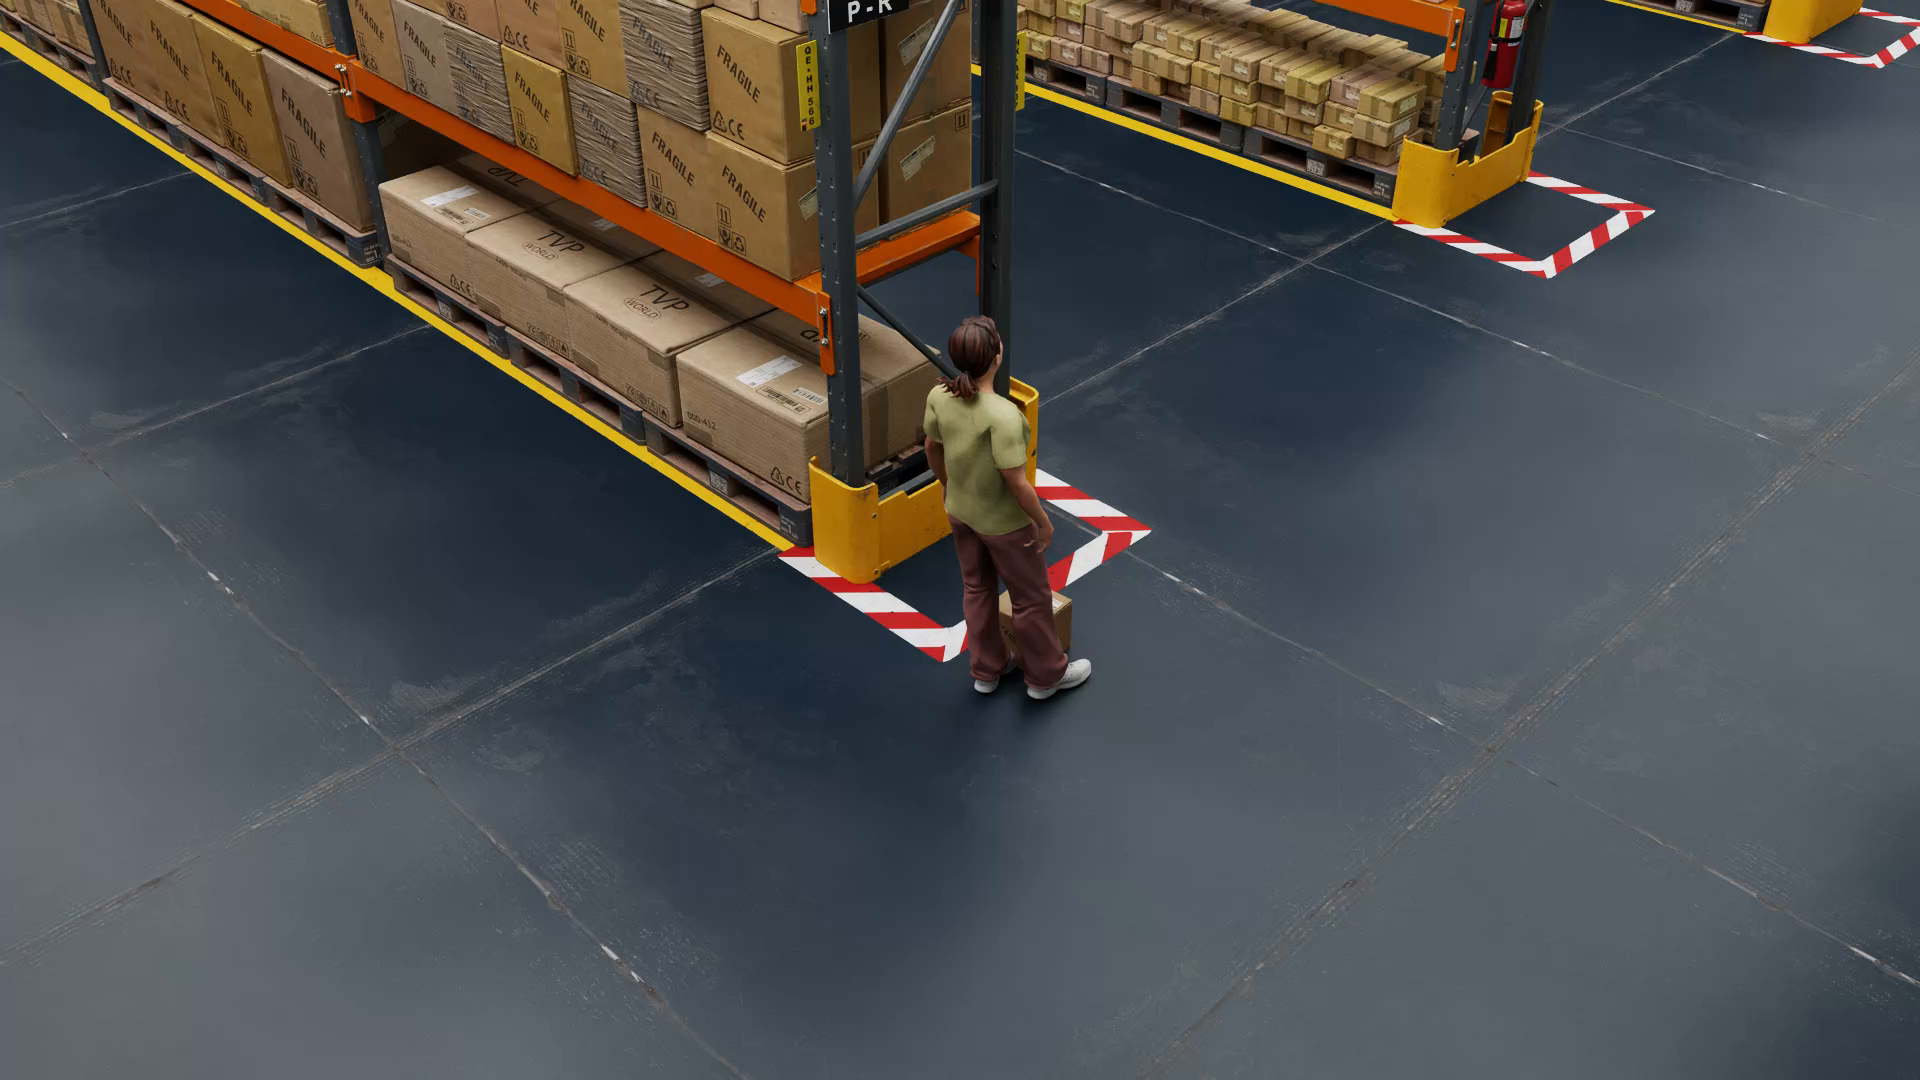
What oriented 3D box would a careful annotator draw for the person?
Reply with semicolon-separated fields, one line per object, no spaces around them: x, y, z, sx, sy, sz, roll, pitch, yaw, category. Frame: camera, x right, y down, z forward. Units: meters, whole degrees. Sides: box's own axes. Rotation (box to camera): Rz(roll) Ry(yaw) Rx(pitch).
0.169;-0.122;6.302;0.553;1.675;0.549;28;44;33;person
